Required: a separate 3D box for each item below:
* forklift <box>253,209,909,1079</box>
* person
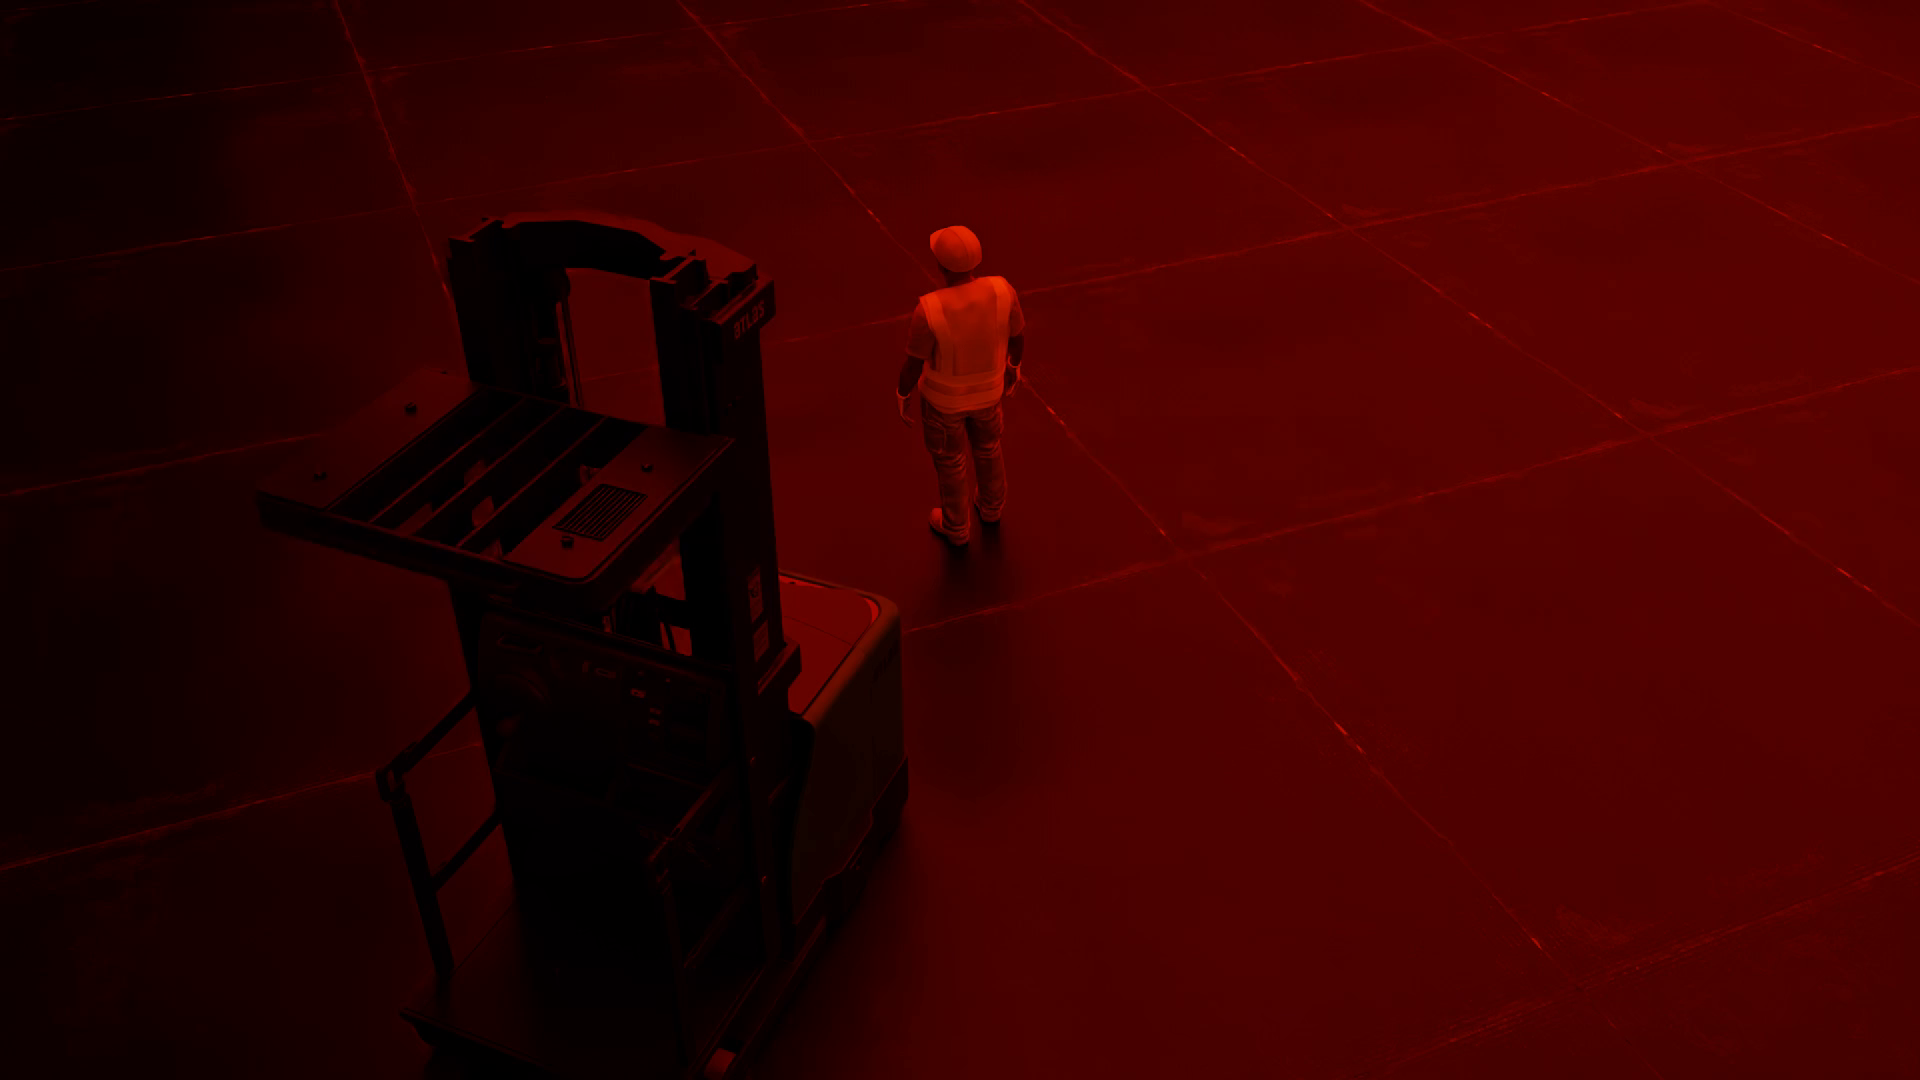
[{"bbox_3d":[-1.260,0.587,5.273,1.130,2.935,3.031,14,38,19],"label":"forklift"},{"bbox_3d":[-0.021,-0.773,8.164,0.656,1.784,0.575,-14,38,-19],"label":"person"}]
